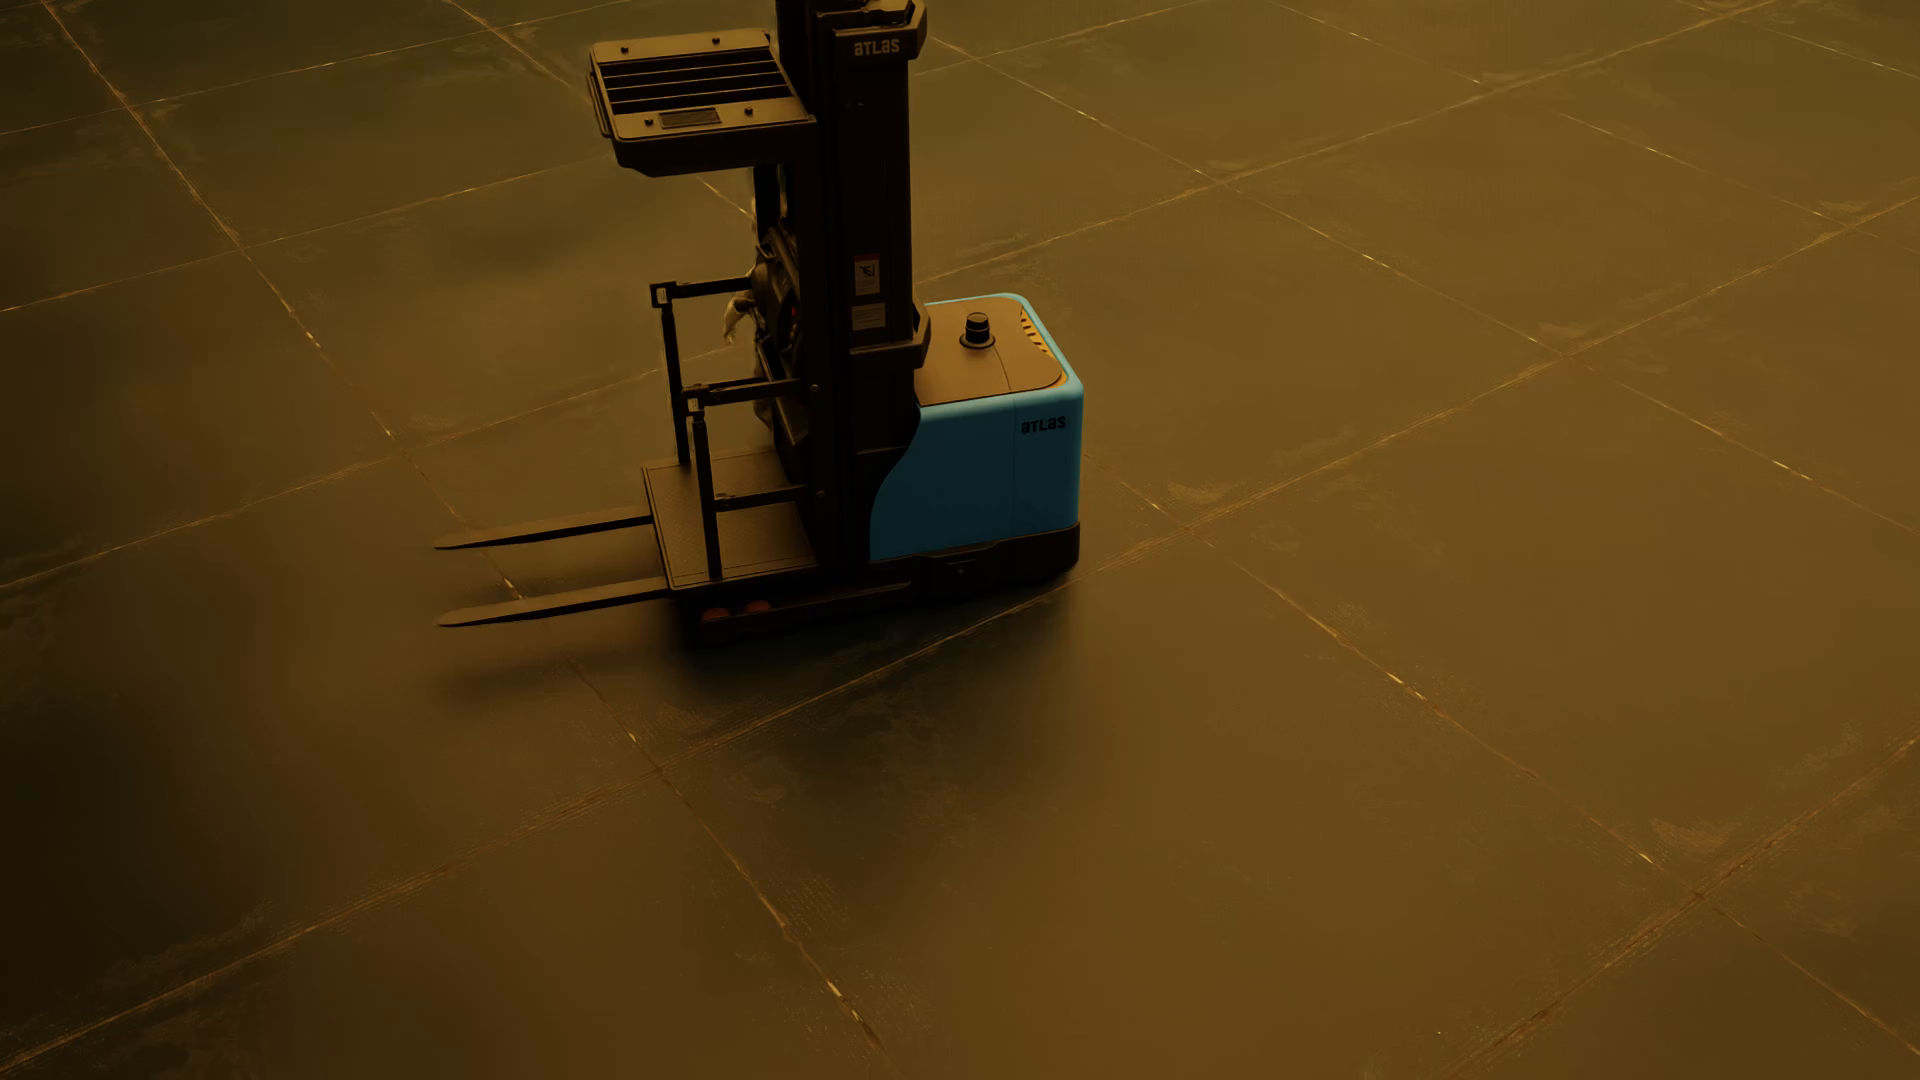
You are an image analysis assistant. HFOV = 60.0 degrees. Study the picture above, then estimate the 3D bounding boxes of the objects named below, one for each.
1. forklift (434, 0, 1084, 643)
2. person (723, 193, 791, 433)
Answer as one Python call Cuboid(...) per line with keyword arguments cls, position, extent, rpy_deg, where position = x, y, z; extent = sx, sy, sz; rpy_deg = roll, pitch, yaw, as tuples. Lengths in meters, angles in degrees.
Cuboid(cls="forklift", position=(-0.993, -1.048, 7.362), extent=(3.031, 2.935, 1.130), rpy_deg=(-10, 38, -13))
Cuboid(cls="person", position=(-0.865, -1.041, 8.481), extent=(0.603, 1.603, 0.873), rpy_deg=(-29, 45, -33))
